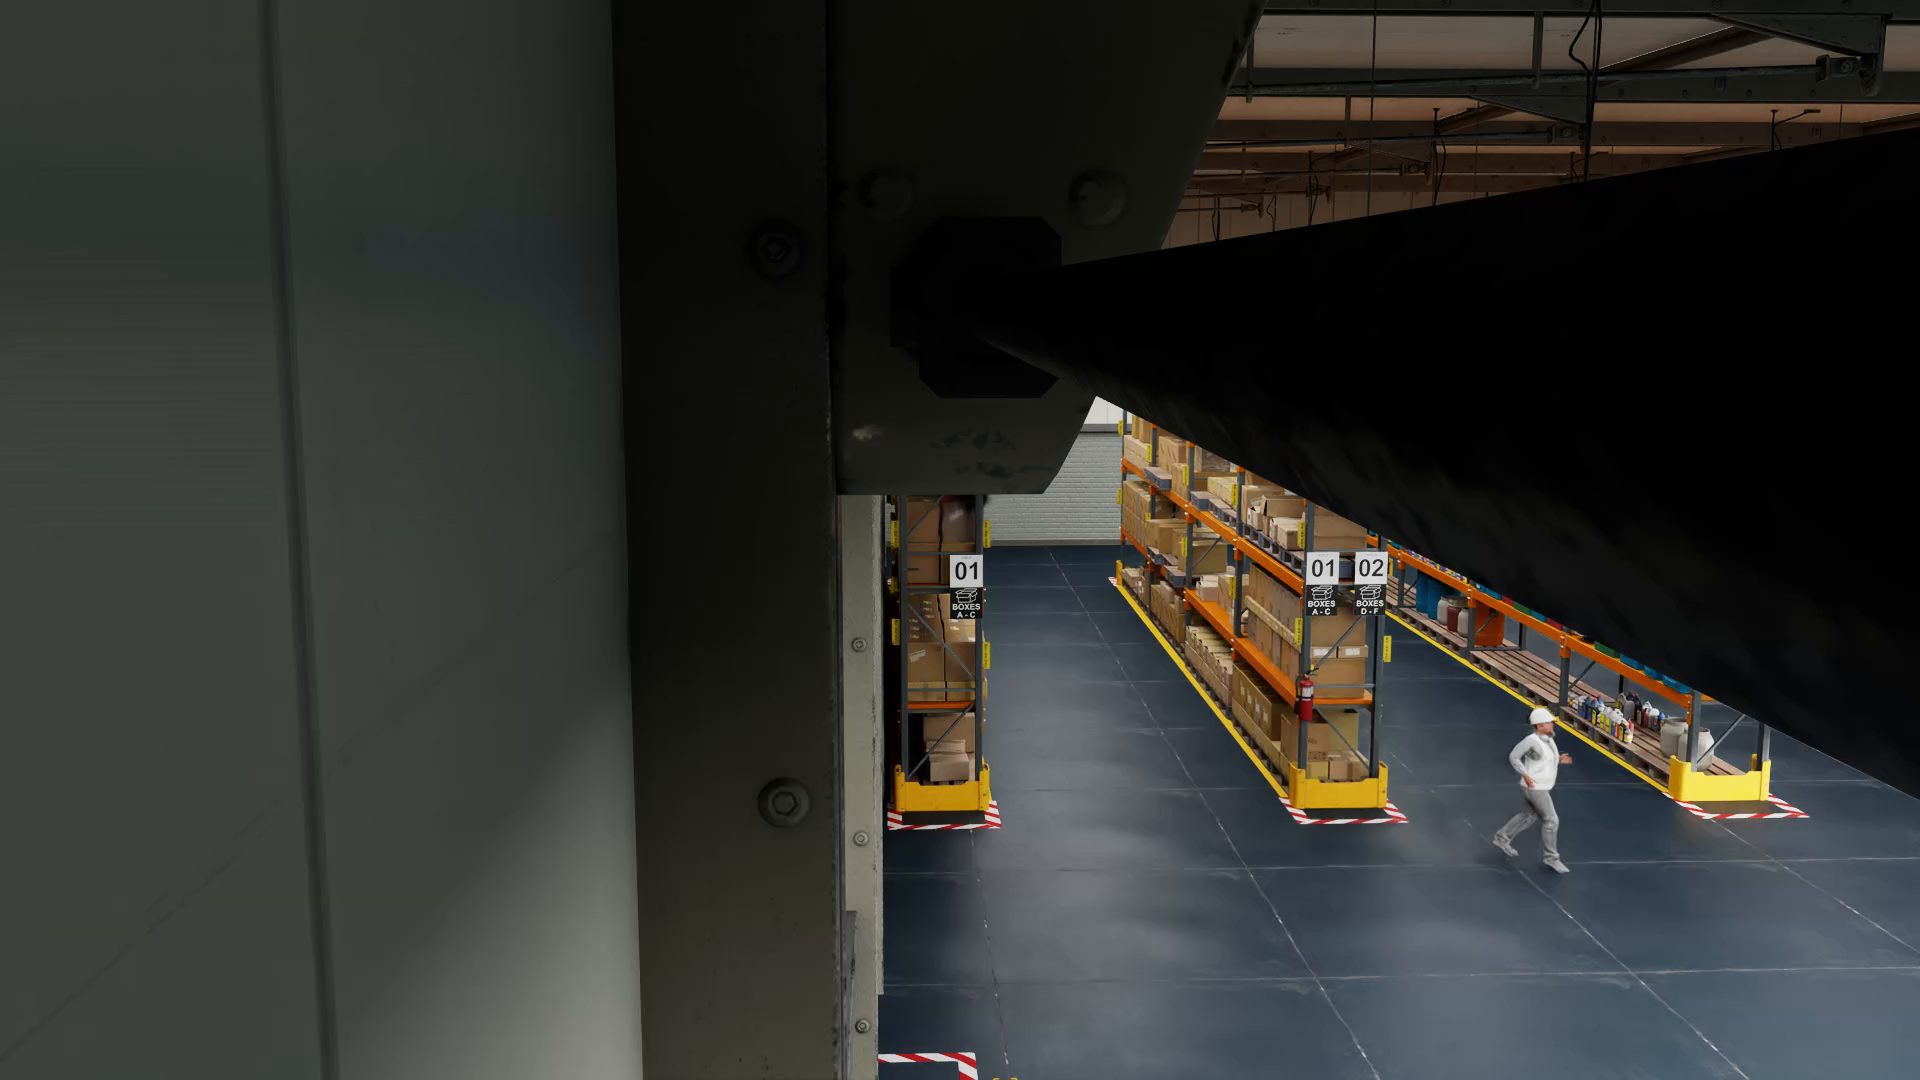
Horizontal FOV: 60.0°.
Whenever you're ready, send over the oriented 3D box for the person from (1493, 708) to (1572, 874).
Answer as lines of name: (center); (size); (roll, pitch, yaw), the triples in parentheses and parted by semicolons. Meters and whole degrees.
person: (6.397, 2.745, 18.491); (0.858, 1.817, 0.636); (5, 10, 30)
